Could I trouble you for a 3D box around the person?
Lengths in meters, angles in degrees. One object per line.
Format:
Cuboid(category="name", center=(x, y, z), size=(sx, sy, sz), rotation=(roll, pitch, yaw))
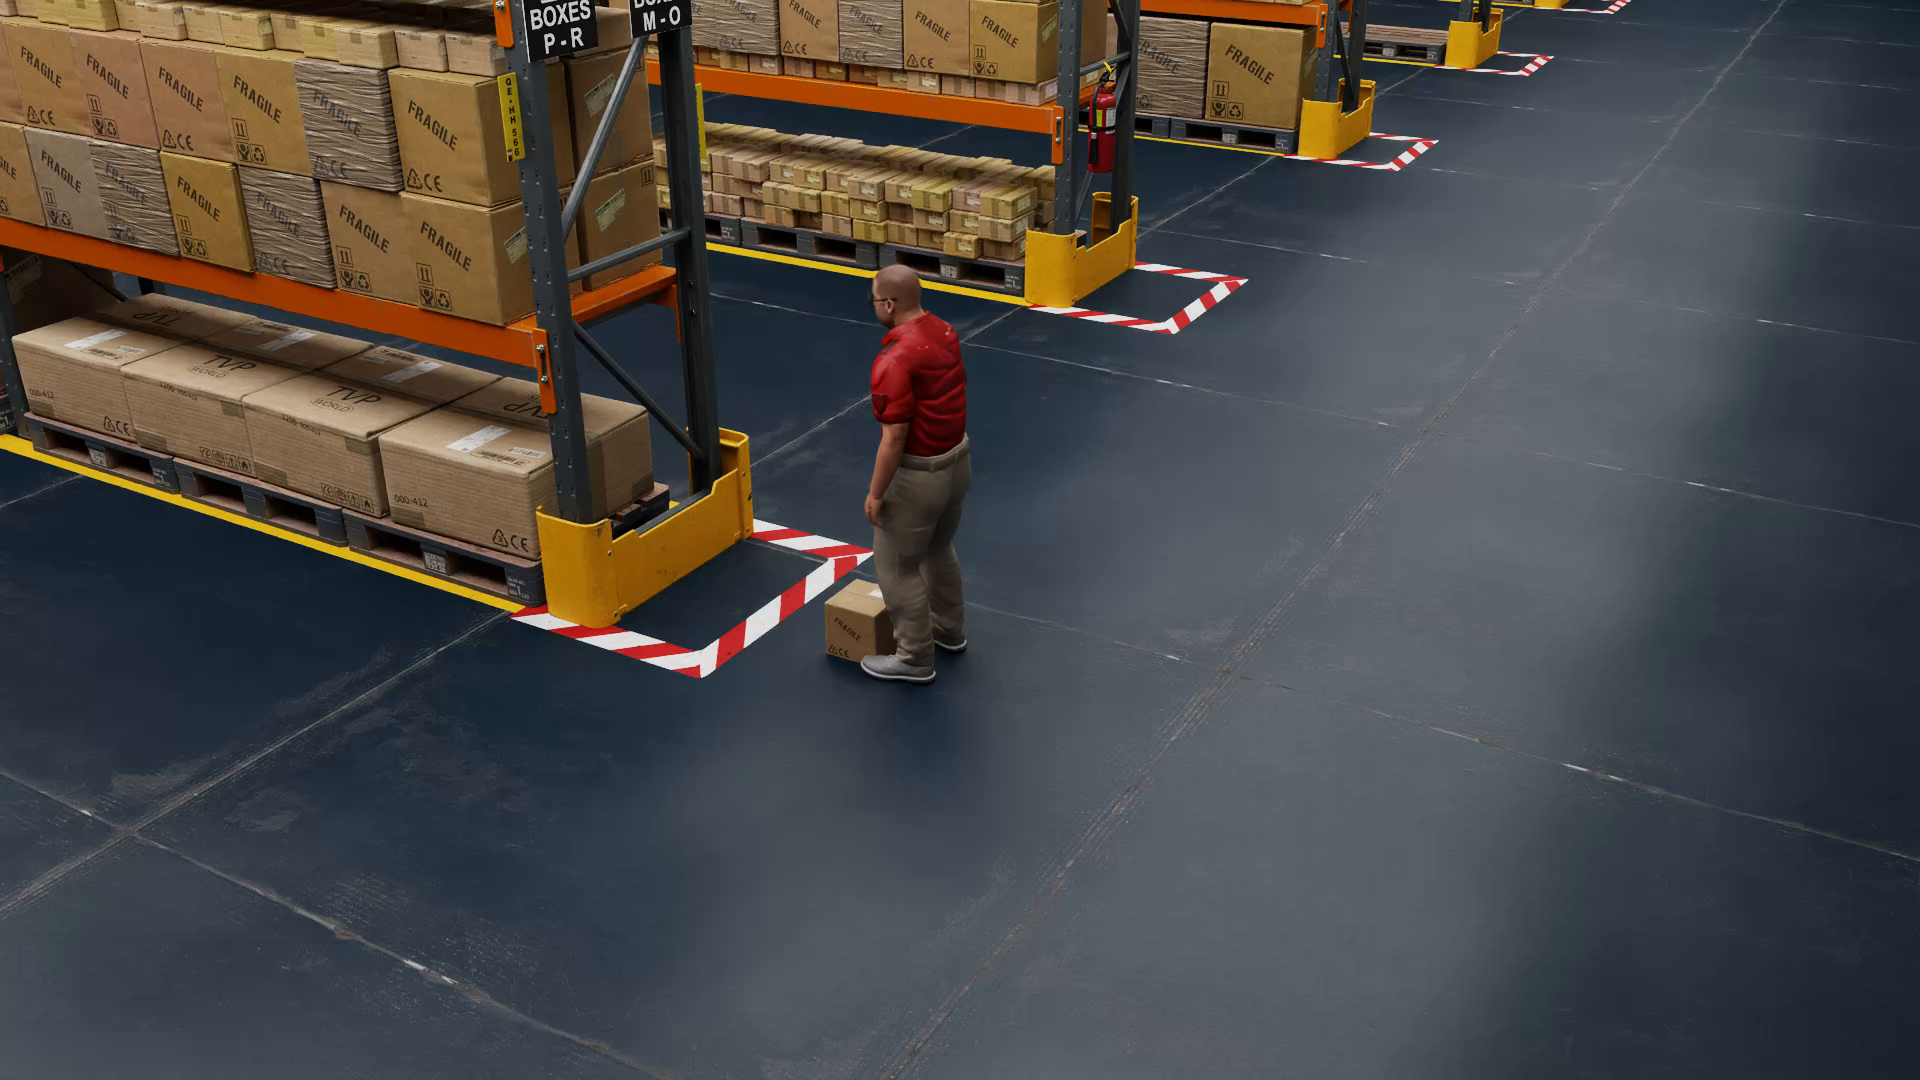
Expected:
Cuboid(category="person", center=(-0.178, -0.259, 6.650), size=(0.392, 1.727, 0.585), rotation=(14, 30, 26))
